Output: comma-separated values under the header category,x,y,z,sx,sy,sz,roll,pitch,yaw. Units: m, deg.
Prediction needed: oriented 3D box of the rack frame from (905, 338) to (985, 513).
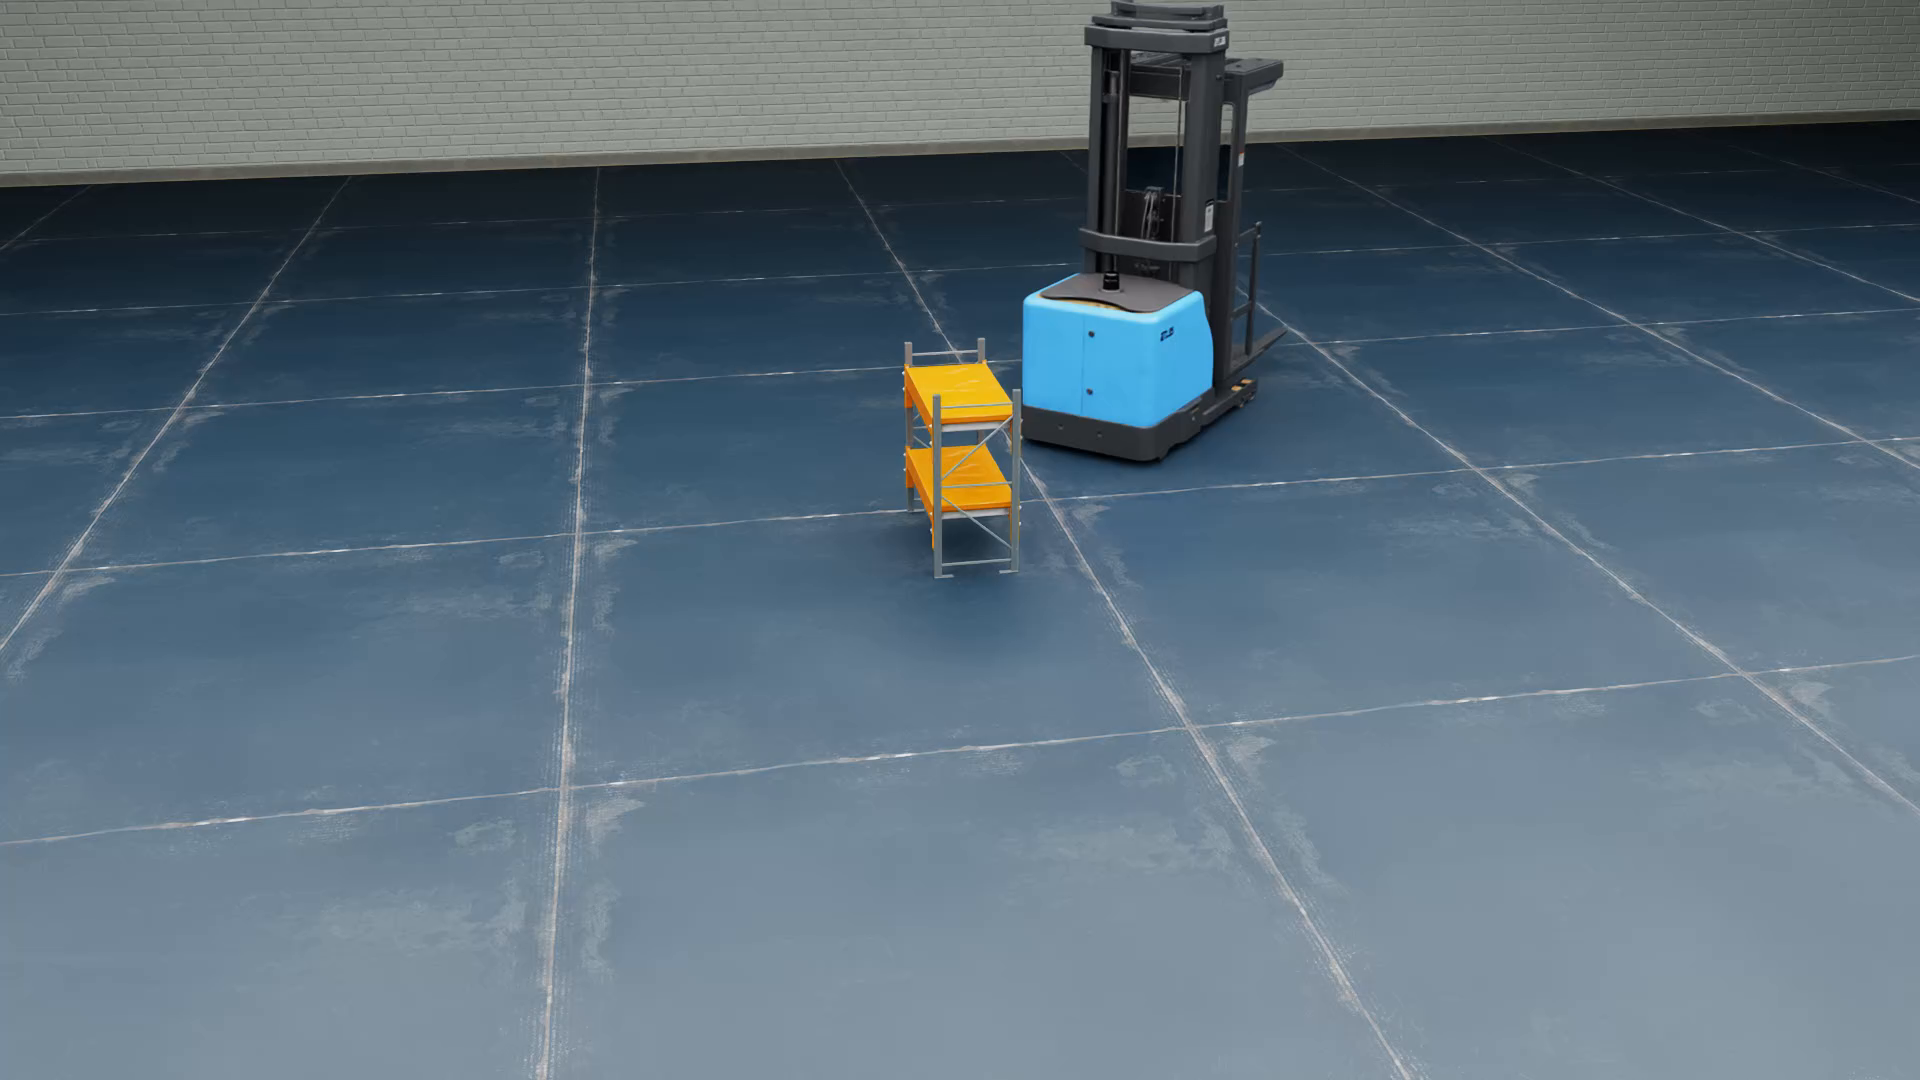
category,x,y,z,sx,sy,sz,roll,pitch,yaw
rack frame,-0.093,-0.713,10.477,0.500,1.125,0.032,-4,24,-10

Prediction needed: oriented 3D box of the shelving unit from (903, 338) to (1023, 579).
category,x,y,z,sx,sy,sz,roll,pitch,yaw
shelving unit,0.001,-0.513,10.019,0.538,1.125,1.048,-4,24,-10

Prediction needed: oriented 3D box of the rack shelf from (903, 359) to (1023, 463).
category,x,y,z,sx,sy,sz,roll,pitch,yaw
rack shelf,0.001,-0.781,9.902,0.538,0.278,1.000,-4,24,-10

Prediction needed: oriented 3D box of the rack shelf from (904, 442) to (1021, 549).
category,x,y,z,sx,sy,sz,roll,pitch,yaw
rack shelf,0.001,-0.289,10.117,0.538,0.278,1.000,-4,24,-10

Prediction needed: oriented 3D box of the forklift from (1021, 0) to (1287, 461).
category,x,y,z,sx,sy,sz,roll,pitch,yaw
forklift,1.616,-2.424,12.138,1.130,2.935,3.031,14,27,28

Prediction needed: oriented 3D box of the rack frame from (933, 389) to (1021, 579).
category,x,y,z,sx,sy,sz,roll,pitch,yaw
rack frame,0.095,-0.313,9.561,0.500,1.125,0.032,-4,24,-10
